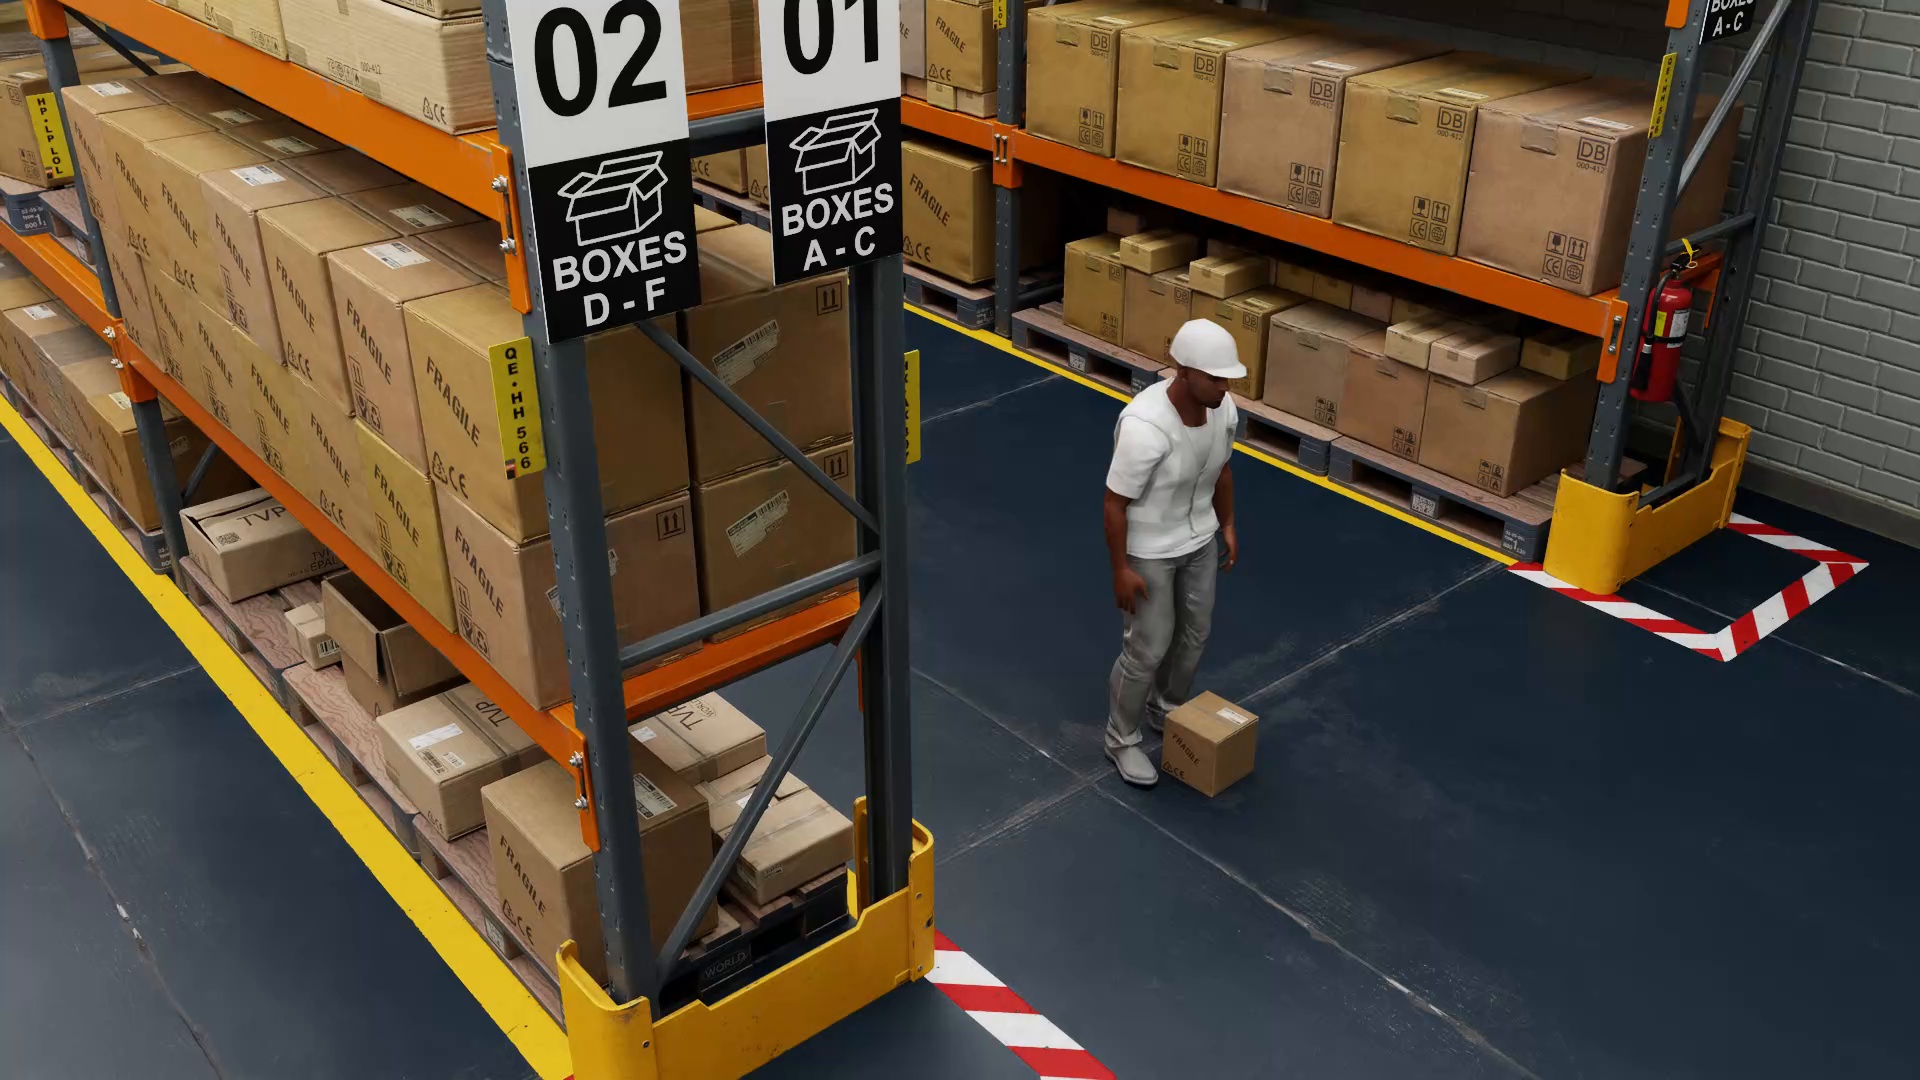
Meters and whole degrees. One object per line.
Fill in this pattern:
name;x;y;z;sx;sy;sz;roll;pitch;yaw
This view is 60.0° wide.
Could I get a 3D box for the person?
person;0.778;0.025;6.055;0.628;1.761;0.457;-22;35;-35
